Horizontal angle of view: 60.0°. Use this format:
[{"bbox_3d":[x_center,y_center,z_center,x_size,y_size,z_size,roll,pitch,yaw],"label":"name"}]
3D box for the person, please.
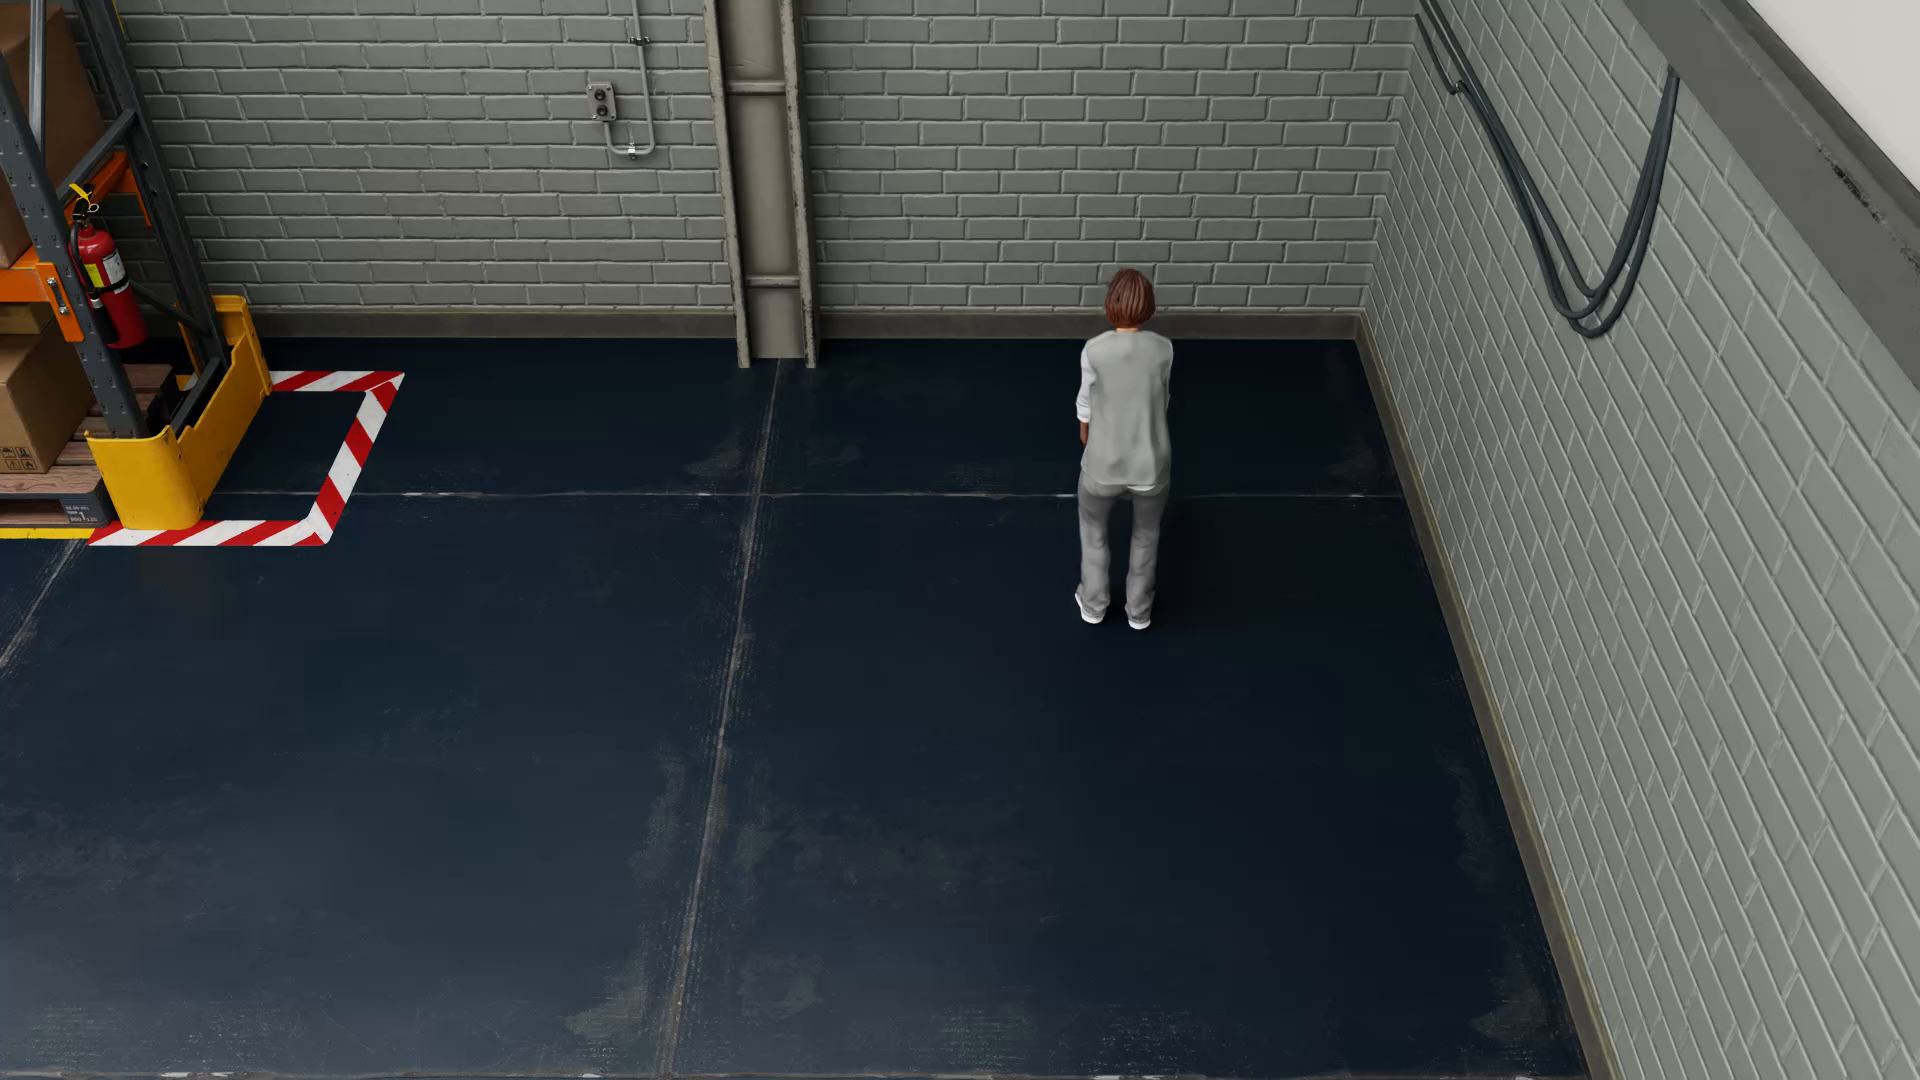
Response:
[{"bbox_3d":[0.643,-0.332,6.592,0.373,1.560,0.532,-1,40,-1],"label":"person"}]
